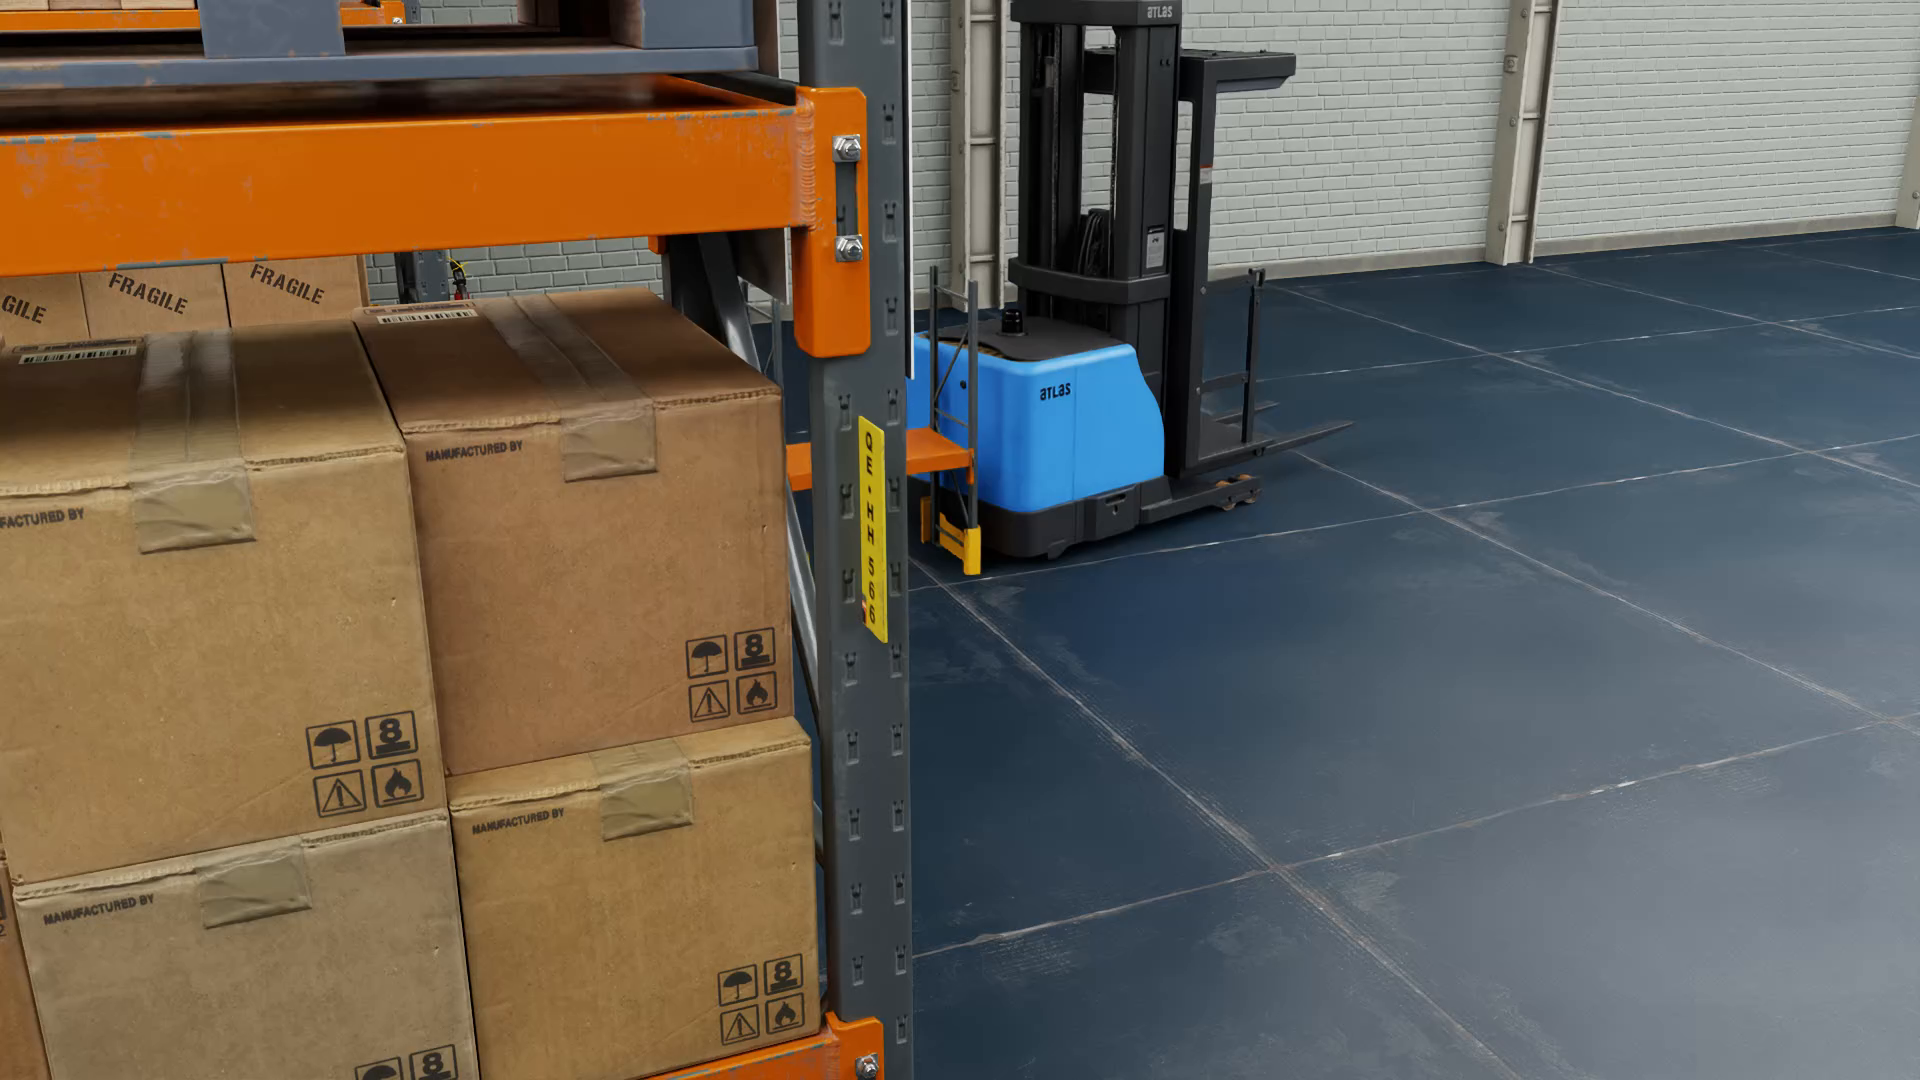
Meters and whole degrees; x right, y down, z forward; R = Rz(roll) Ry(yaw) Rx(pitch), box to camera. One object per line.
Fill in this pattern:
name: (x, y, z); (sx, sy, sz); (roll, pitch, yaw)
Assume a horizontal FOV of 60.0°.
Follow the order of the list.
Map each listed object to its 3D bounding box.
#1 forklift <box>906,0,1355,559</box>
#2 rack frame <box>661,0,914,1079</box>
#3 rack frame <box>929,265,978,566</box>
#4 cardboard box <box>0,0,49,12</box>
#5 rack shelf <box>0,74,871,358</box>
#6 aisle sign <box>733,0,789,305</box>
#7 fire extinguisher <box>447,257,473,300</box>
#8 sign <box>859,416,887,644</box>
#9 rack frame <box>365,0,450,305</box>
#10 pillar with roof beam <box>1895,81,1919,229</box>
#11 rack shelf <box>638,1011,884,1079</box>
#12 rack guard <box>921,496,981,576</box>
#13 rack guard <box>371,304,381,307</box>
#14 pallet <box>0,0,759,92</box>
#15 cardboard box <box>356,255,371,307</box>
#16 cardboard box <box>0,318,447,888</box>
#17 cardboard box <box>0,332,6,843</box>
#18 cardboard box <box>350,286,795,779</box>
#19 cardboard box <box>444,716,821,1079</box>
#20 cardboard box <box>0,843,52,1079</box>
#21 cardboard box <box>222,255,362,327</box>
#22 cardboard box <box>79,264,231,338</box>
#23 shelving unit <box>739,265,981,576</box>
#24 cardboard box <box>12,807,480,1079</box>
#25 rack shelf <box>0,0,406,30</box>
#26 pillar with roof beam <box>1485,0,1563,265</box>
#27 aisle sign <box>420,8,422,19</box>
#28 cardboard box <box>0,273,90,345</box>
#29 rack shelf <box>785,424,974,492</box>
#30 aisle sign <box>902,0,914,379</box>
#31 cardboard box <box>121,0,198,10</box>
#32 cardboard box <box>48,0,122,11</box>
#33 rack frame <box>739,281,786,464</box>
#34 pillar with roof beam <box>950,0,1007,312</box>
forklift: (1.121, -1.669, 9.350); (3.031, 2.935, 1.130); (-16, 25, -38)
rack frame: (-0.330, 0.477, 3.151); (0.053, 2.616, 0.949); (-8, 21, -22)
rack frame: (-0.034, -0.618, 8.519); (0.032, 1.500, 0.500); (-9, 21, -24)
cardboard box: (-3.544, -2.057, 6.209); (0.250, 0.149, 0.380); (-8, 21, -22)
rack shelf: (-2.168, -0.336, 2.028); (4.000, 0.370, 1.077); (-8, 21, -22)
aisle sign: (-0.385, -0.851, 3.008); (0.004, 0.787, 0.394); (-8, 21, -22)
fire extinguisher: (-2.097, -0.858, 7.060); (0.183, 0.674, 0.296); (-8, 21, -22)
sign: (-0.129, -0.015, 2.447); (0.005, 0.325, 0.100); (-8, 21, -22)
rack frame: (-2.385, -1.020, 7.403); (0.127, 3.000, 1.000); (-8, 21, -22)
pillar with roof beam: (12.882, -6.601, 14.221); (0.400, 9.000, 9.100); (-8, 21, -22)
rack shelf: (-2.168, 1.078, 2.526); (4.000, 0.370, 1.077); (-8, 21, -22)
rack guard: (-0.052, -0.026, 8.719); (0.087, 0.250, 0.587); (-9, 21, -24)
rack guard: (-4.332, -1.358, 12.125); (0.348, 0.500, 1.175); (-8, 21, -22)
pallet: (-1.008, -0.796, 2.384); (1.213, 0.211, 1.003); (-8, 21, -22)
cardboard box: (-2.930, -1.230, 7.400); (0.500, 0.500, 0.500); (-8, 21, -23)
cardboard box: (-1.156, 0.033, 2.559); (0.550, 0.550, 0.875); (-8, 21, -22)
cardboard box: (-1.724, 0.066, 2.467); (0.550, 0.550, 0.875); (-8, 21, -22)
cardboard box: (-0.687, -0.067, 2.844); (0.550, 0.550, 0.875); (-8, 21, -22)
cardboard box: (-0.654, 0.468, 2.951); (0.550, 0.550, 0.875); (-8, 21, -22)
cardboard box: (-1.714, 0.582, 2.626); (0.550, 0.550, 0.875); (-8, 21, -22)
cardboard box: (-2.774, -1.052, 6.896); (0.500, 0.500, 0.500); (-9, 21, -23)
cardboard box: (-3.236, -0.988, 6.713); (0.500, 0.500, 0.500); (-8, 21, -22)
shelving unit: (-0.500, -0.543, 8.307); (1.083, 1.500, 0.587); (-9, 21, -24)
cardboard box: (-1.150, 0.547, 2.726); (0.550, 0.550, 0.875); (-8, 21, -22)
rack shelf: (-4.221, -1.833, 6.277); (4.000, 0.370, 1.077); (-8, 21, -22)
pillar with roof beam: (7.373, -5.812, 11.980); (0.400, 9.000, 9.100); (-8, 21, -22)
aisle sign: (-2.213, -2.166, 6.743); (0.004, 0.787, 0.394); (-8, 21, -22)
cardboard box: (-3.696, -0.923, 6.529); (0.500, 0.500, 0.500); (-8, 21, -22)
rack shelf: (-0.492, -0.375, 8.370); (1.000, 0.185, 0.538); (-9, 21, -24)
aisle sign: (-0.147, -0.668, 2.489); (0.004, 0.787, 0.394); (-8, 21, -22)
cardboard box: (-3.075, -2.117, 6.380); (0.250, 0.149, 0.380); (-7, 21, -20)
cardboard box: (-3.334, -2.104, 6.343); (0.250, 0.149, 0.380); (-8, 21, -21)
rack frame: (-0.949, -0.471, 8.101); (0.032, 1.500, 0.500); (-9, 21, -24)
pillar with roof beam: (1.864, -5.023, 9.738); (0.400, 9.000, 9.100); (-8, 21, -22)
